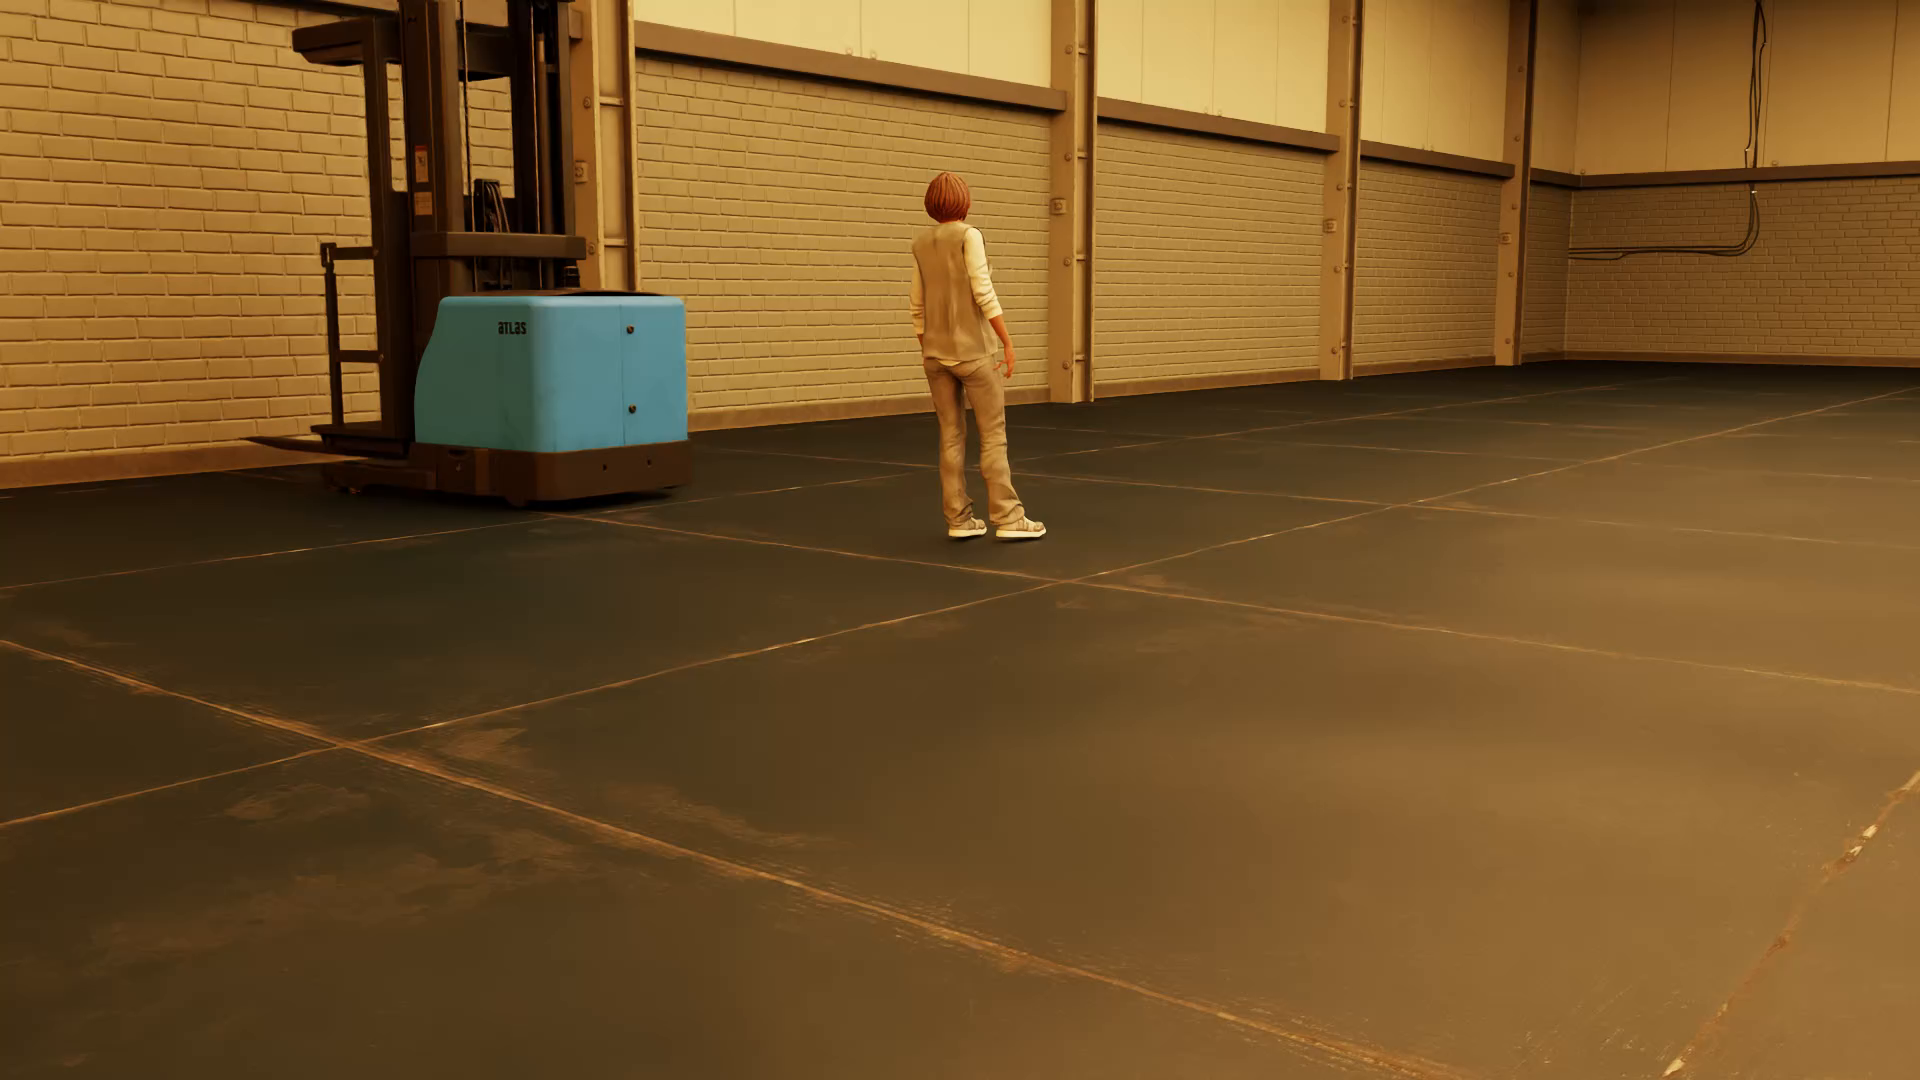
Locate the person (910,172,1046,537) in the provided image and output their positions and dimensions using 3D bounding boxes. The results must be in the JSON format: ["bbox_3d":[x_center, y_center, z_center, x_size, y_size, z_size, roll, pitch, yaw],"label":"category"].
[{"bbox_3d":[0.057,-0.804,7.336,0.521,1.596,0.475,7,11,38],"label":"person"}]

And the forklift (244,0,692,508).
[{"bbox_3d":[-2.934,-1.756,9.283,3.031,2.935,1.130,6,10,36],"label":"forklift"}]
